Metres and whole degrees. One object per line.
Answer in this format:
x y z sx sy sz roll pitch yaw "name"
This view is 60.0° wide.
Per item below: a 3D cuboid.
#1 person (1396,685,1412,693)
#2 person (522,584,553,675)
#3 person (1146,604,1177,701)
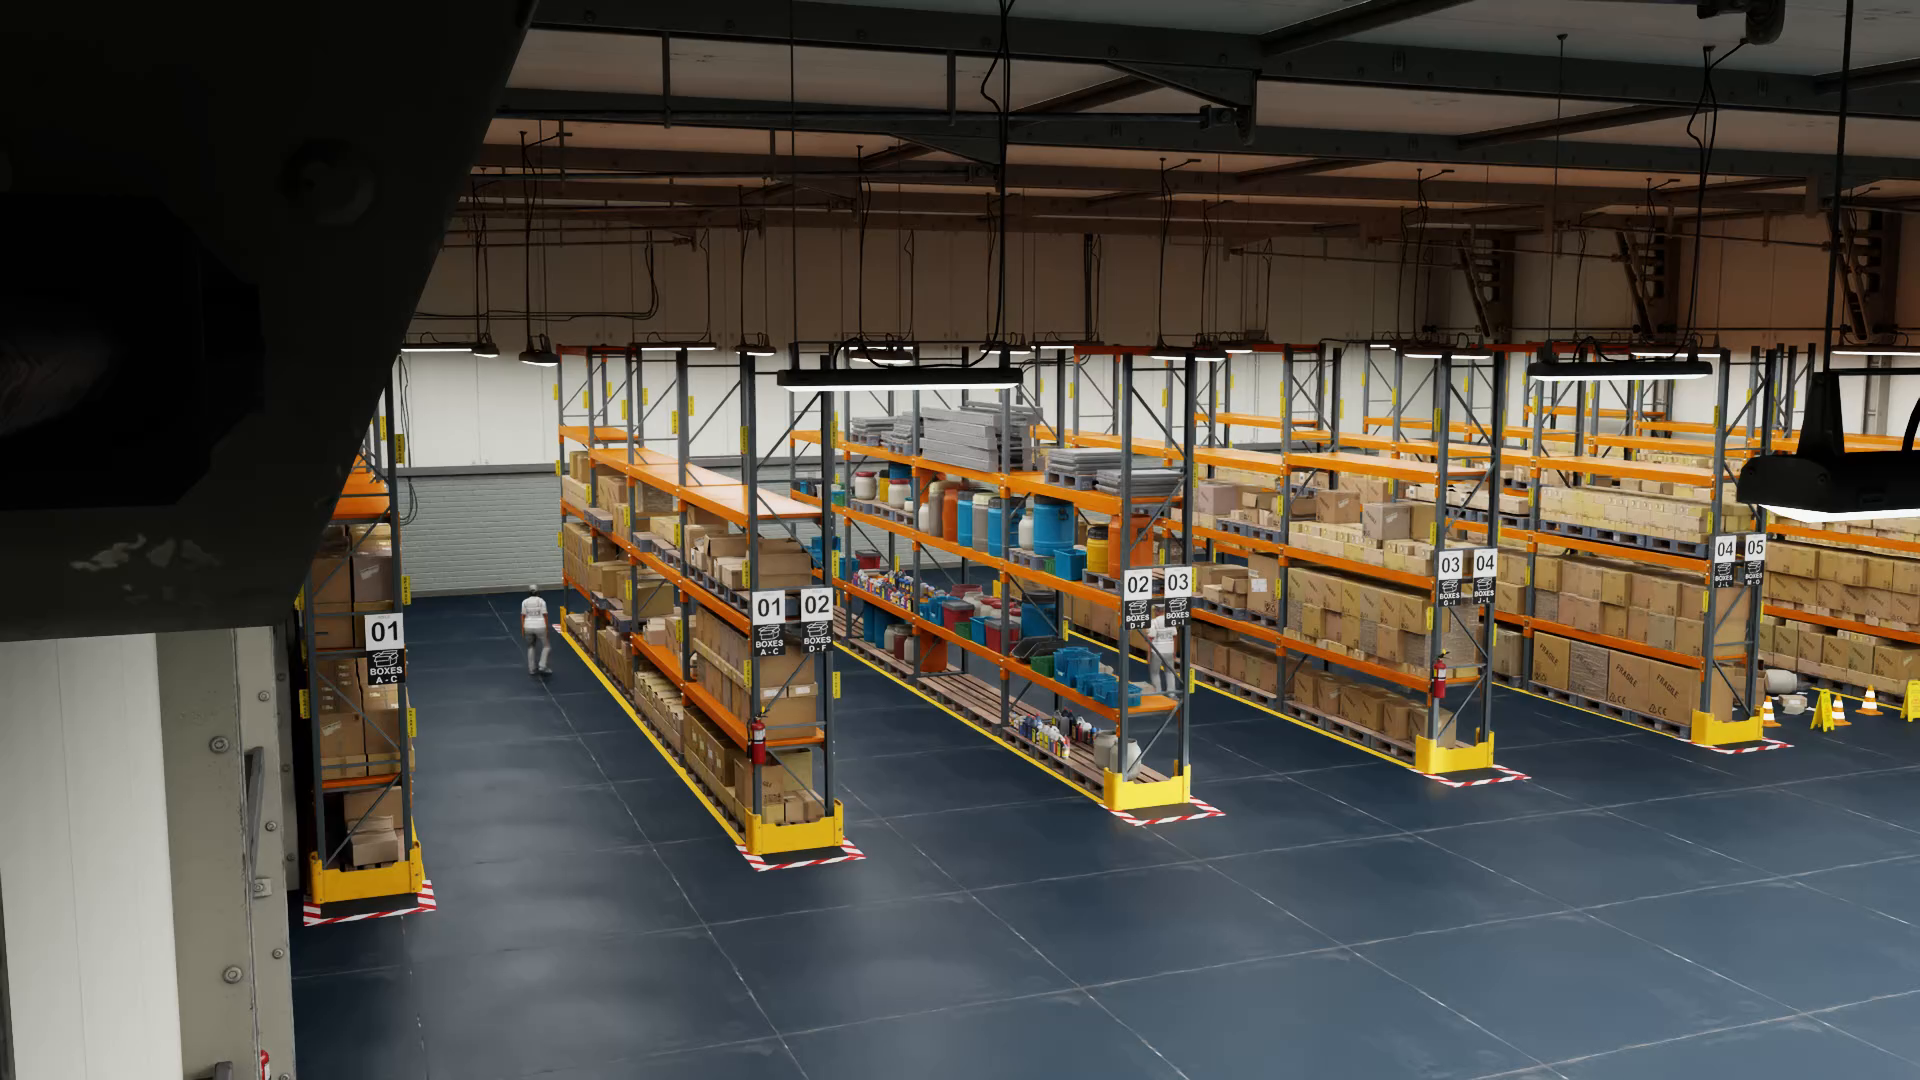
7.838 1.785 28.984 0.589 1.765 0.478 -5 9 -34 "person"
-7.776 1.648 30.534 0.563 1.683 0.400 2 8 17 "person"
3.389 1.894 28.107 0.586 1.761 0.469 -5 9 -34 "person"
